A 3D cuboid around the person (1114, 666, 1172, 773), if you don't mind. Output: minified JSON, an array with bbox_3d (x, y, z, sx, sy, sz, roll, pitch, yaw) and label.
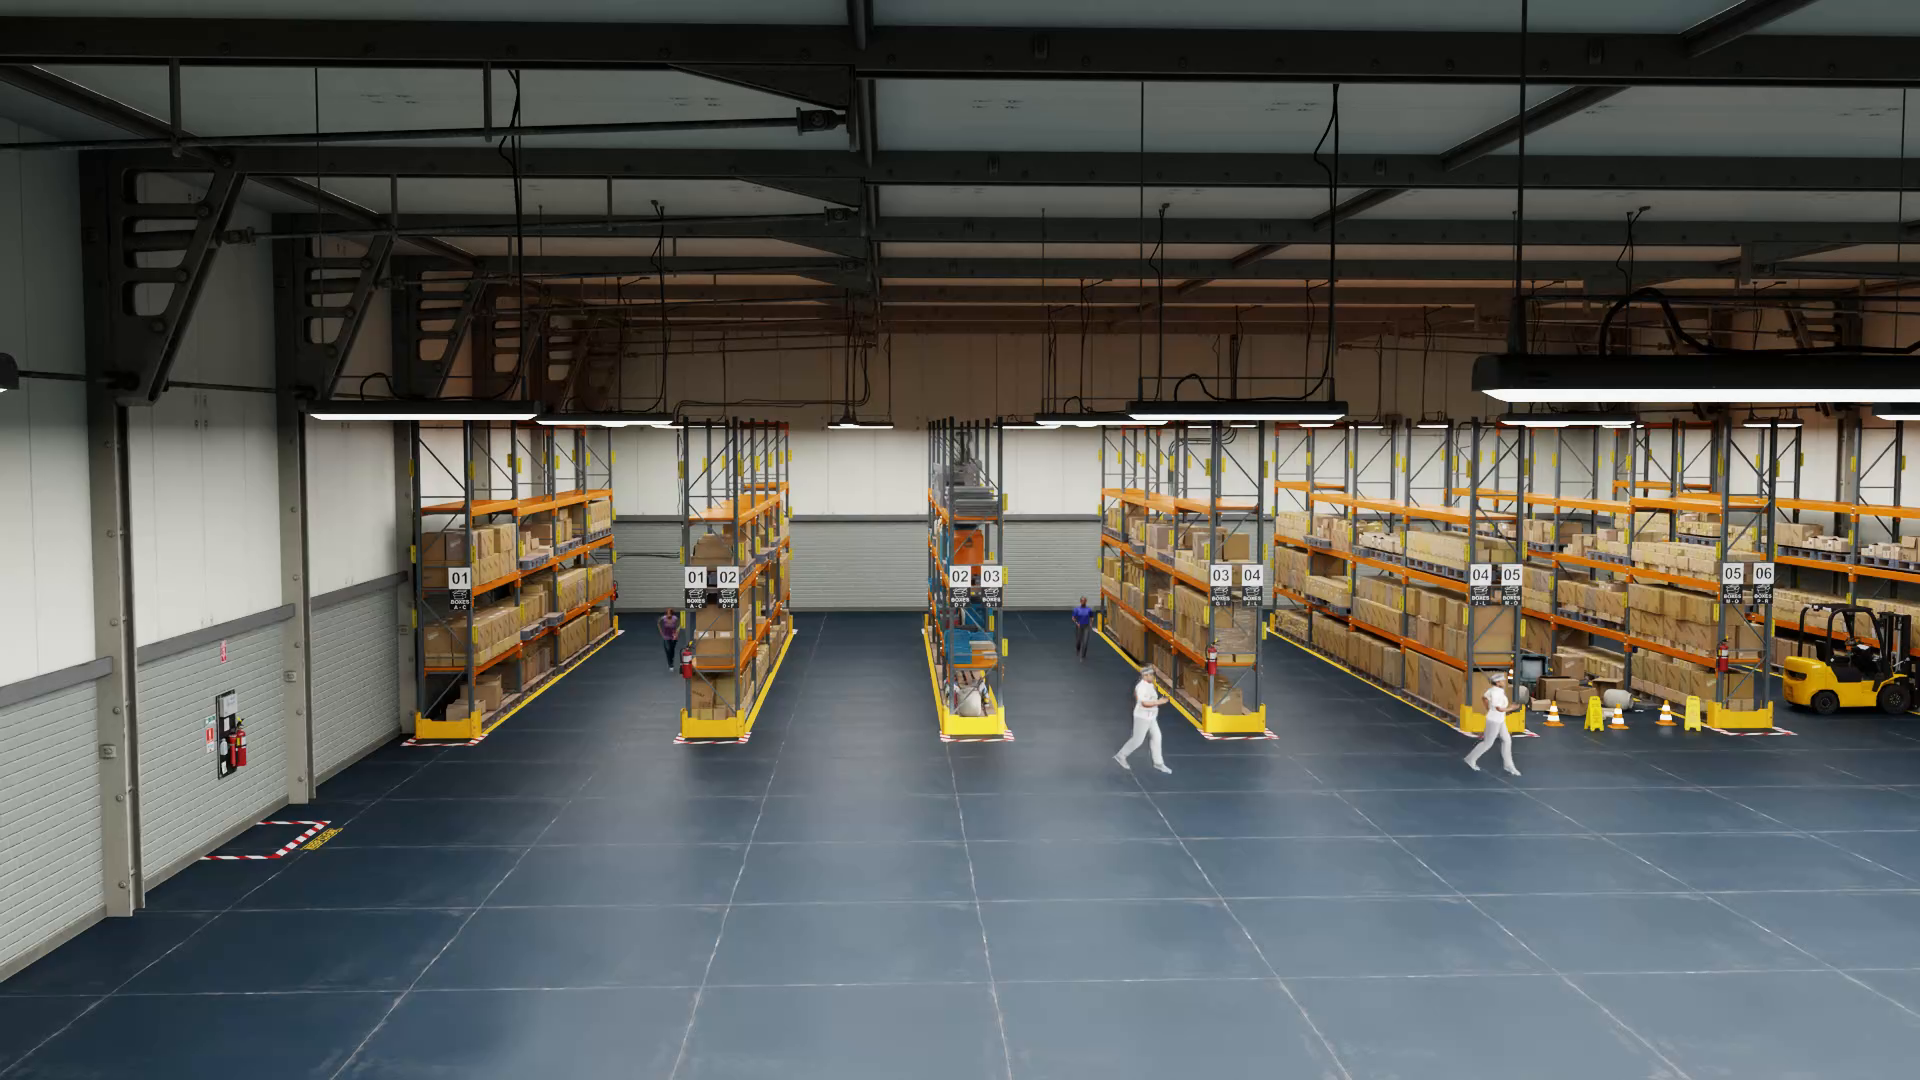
[{"bbox_3d":[3.078,2.993,27.888,0.959,1.795,0.650,2,4,22],"label":"person"}]

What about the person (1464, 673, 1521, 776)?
[{"bbox_3d":[8.894,3.048,27.723,0.901,1.716,0.558,2,4,25],"label":"person"}]

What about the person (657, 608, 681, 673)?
[{"bbox_3d":[-6.964,2.385,39.903,0.557,1.532,0.894,0,4,-4],"label":"person"}]

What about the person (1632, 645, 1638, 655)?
[{"bbox_3d":[16.393,2.313,39.925,0.616,1.725,0.751,0,4,-2],"label":"person"}]

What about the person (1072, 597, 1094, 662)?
[{"bbox_3d":[3.071,2.212,41.481,0.563,1.609,0.588,0,4,-3],"label":"person"}]
